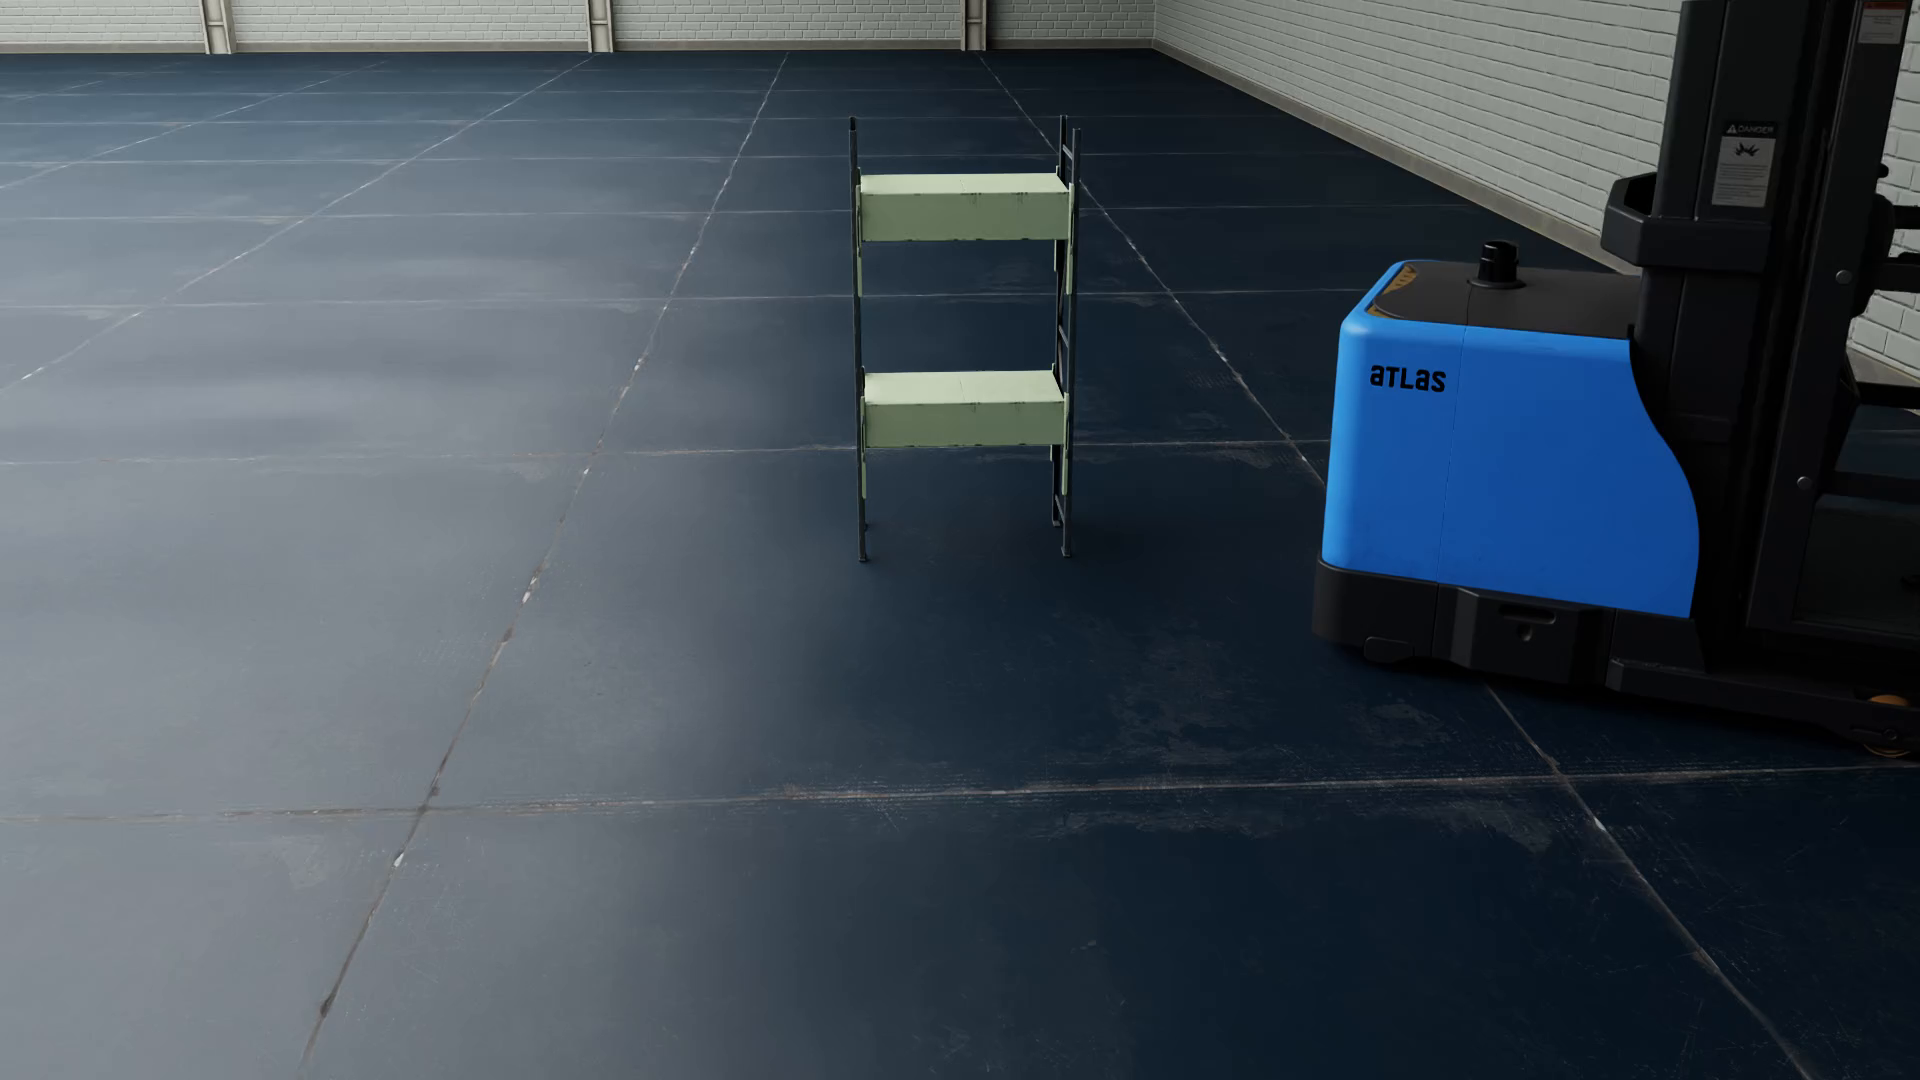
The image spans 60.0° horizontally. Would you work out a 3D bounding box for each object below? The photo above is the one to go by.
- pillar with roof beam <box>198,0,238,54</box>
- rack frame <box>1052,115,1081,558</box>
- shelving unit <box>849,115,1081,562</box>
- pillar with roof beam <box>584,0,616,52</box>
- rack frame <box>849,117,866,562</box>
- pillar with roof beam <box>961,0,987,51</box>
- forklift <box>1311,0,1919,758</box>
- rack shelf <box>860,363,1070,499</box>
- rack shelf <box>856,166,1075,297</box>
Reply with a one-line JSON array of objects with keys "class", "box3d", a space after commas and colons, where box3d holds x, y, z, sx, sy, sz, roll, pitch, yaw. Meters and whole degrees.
[{"class": "pillar with roof beam", "box3d": [-11.515, -10.437, 20.887, 0.400, 9.000, 9.100, -1, 21, -3]}, {"class": "rack frame", "box3d": [0.372, -0.708, 5.874, 0.023, 1.500, 0.400, -1, 21, -3]}, {"class": "shelving unit", "box3d": [0.007, -0.701, 5.854, 0.755, 1.500, 0.431, -1, 21, -3]}, {"class": "pillar with roof beam", "box3d": [-5.524, -10.559, 21.207, 0.400, 9.000, 9.100, -1, 21, -3]}, {"class": "rack frame", "box3d": [-0.359, -0.694, 5.835, 0.023, 1.500, 0.400, -1, 21, -3]}, {"class": "pillar with roof beam", "box3d": [0.466, -10.680, 21.527, 0.400, 9.000, 9.100, -1, 21, -3]}, {"class": "forklift", "box3d": [2.662, -0.963, 4.530, 3.031, 2.935, 1.130, 9, 22, 21]}, {"class": "rack shelf", "box3d": [0.007, -0.396, 5.970, 0.720, 0.370, 0.431, -1, 21, -3]}, {"class": "rack shelf", "box3d": [0.007, -1.066, 5.716, 0.720, 0.370, 0.431, -1, 21, -3]}]
